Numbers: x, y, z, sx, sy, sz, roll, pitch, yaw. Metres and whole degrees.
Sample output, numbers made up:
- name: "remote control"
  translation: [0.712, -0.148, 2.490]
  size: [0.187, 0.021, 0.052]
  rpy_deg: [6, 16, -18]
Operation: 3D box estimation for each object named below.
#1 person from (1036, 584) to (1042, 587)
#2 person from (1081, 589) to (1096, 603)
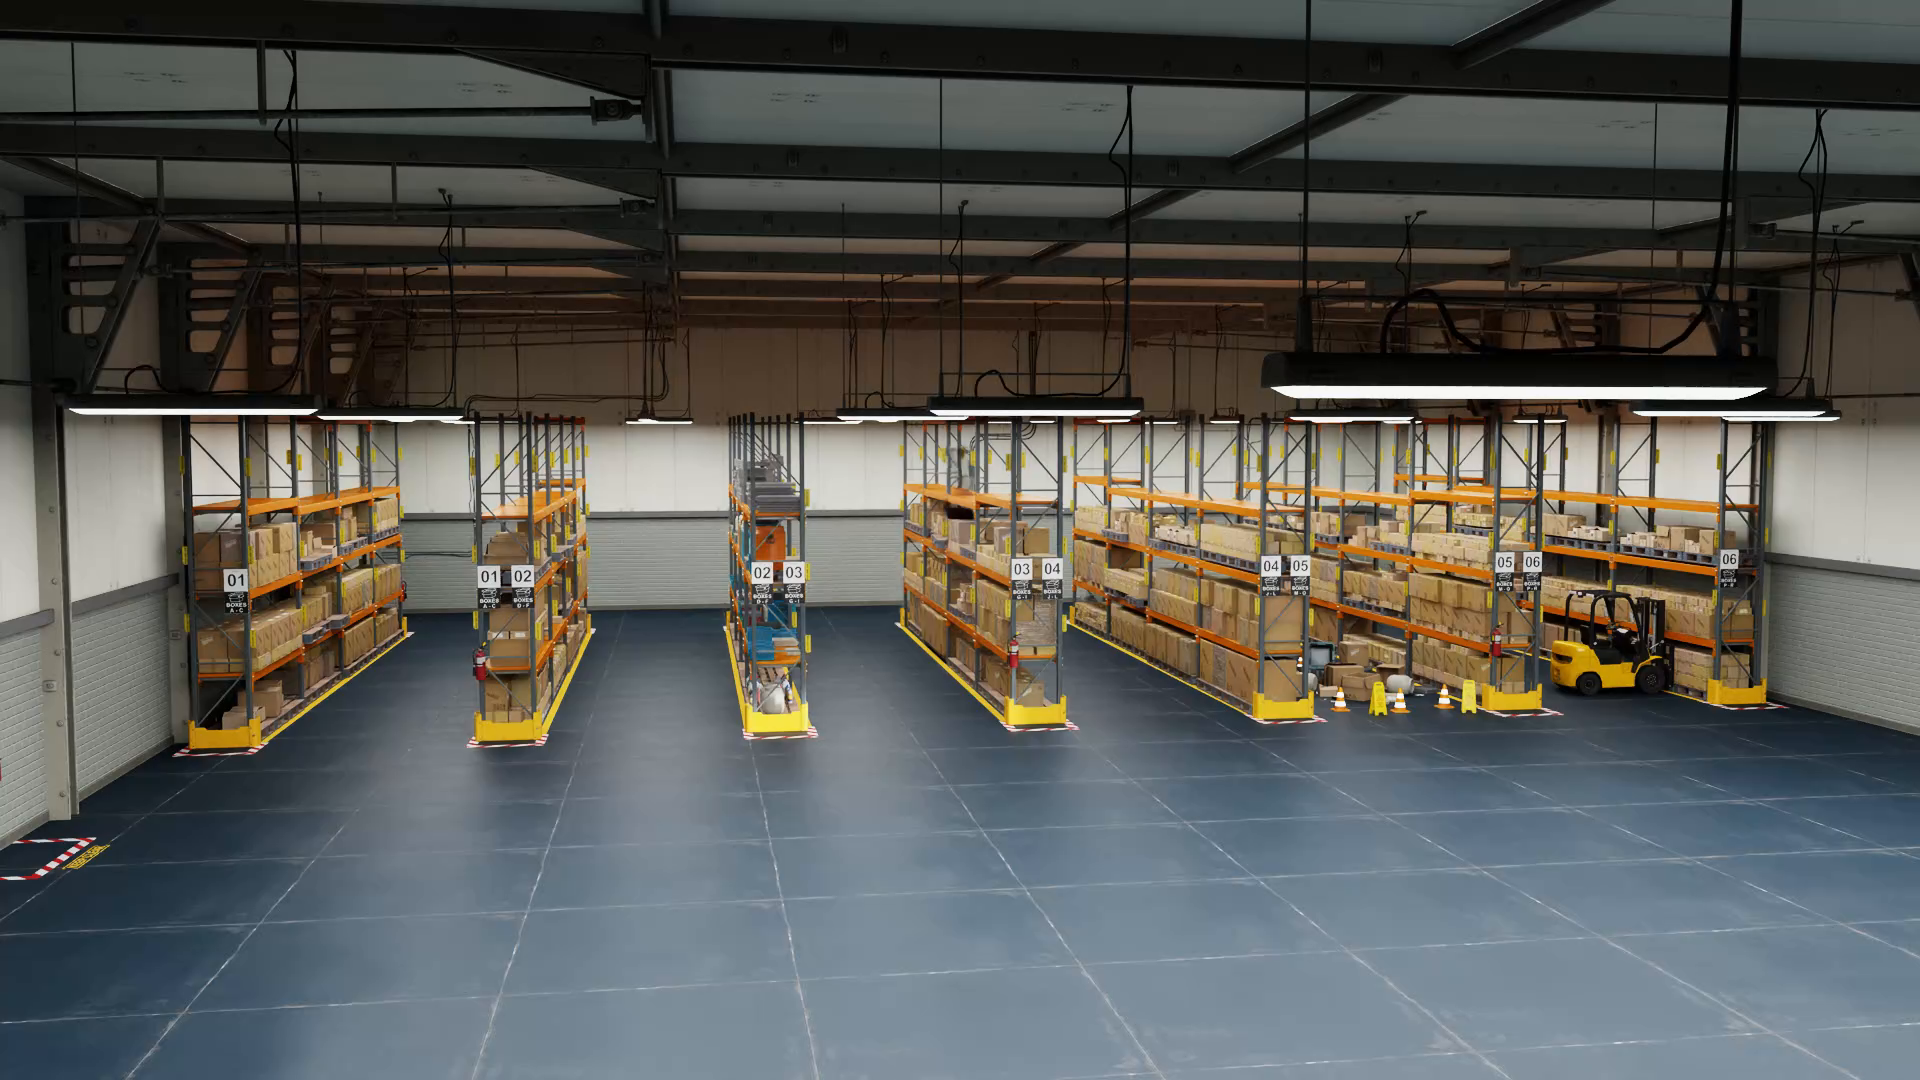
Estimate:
- name: "person"
  translation: [2.286, 1.661, 47.845]
  size: [0.570, 1.637, 0.565]
  rpy_deg: [1, 4, 10]
- name: "person"
  translation: [3.880, 1.532, 49.851]
  size: [0.513, 1.613, 0.620]
  rpy_deg: [1, 4, 21]
